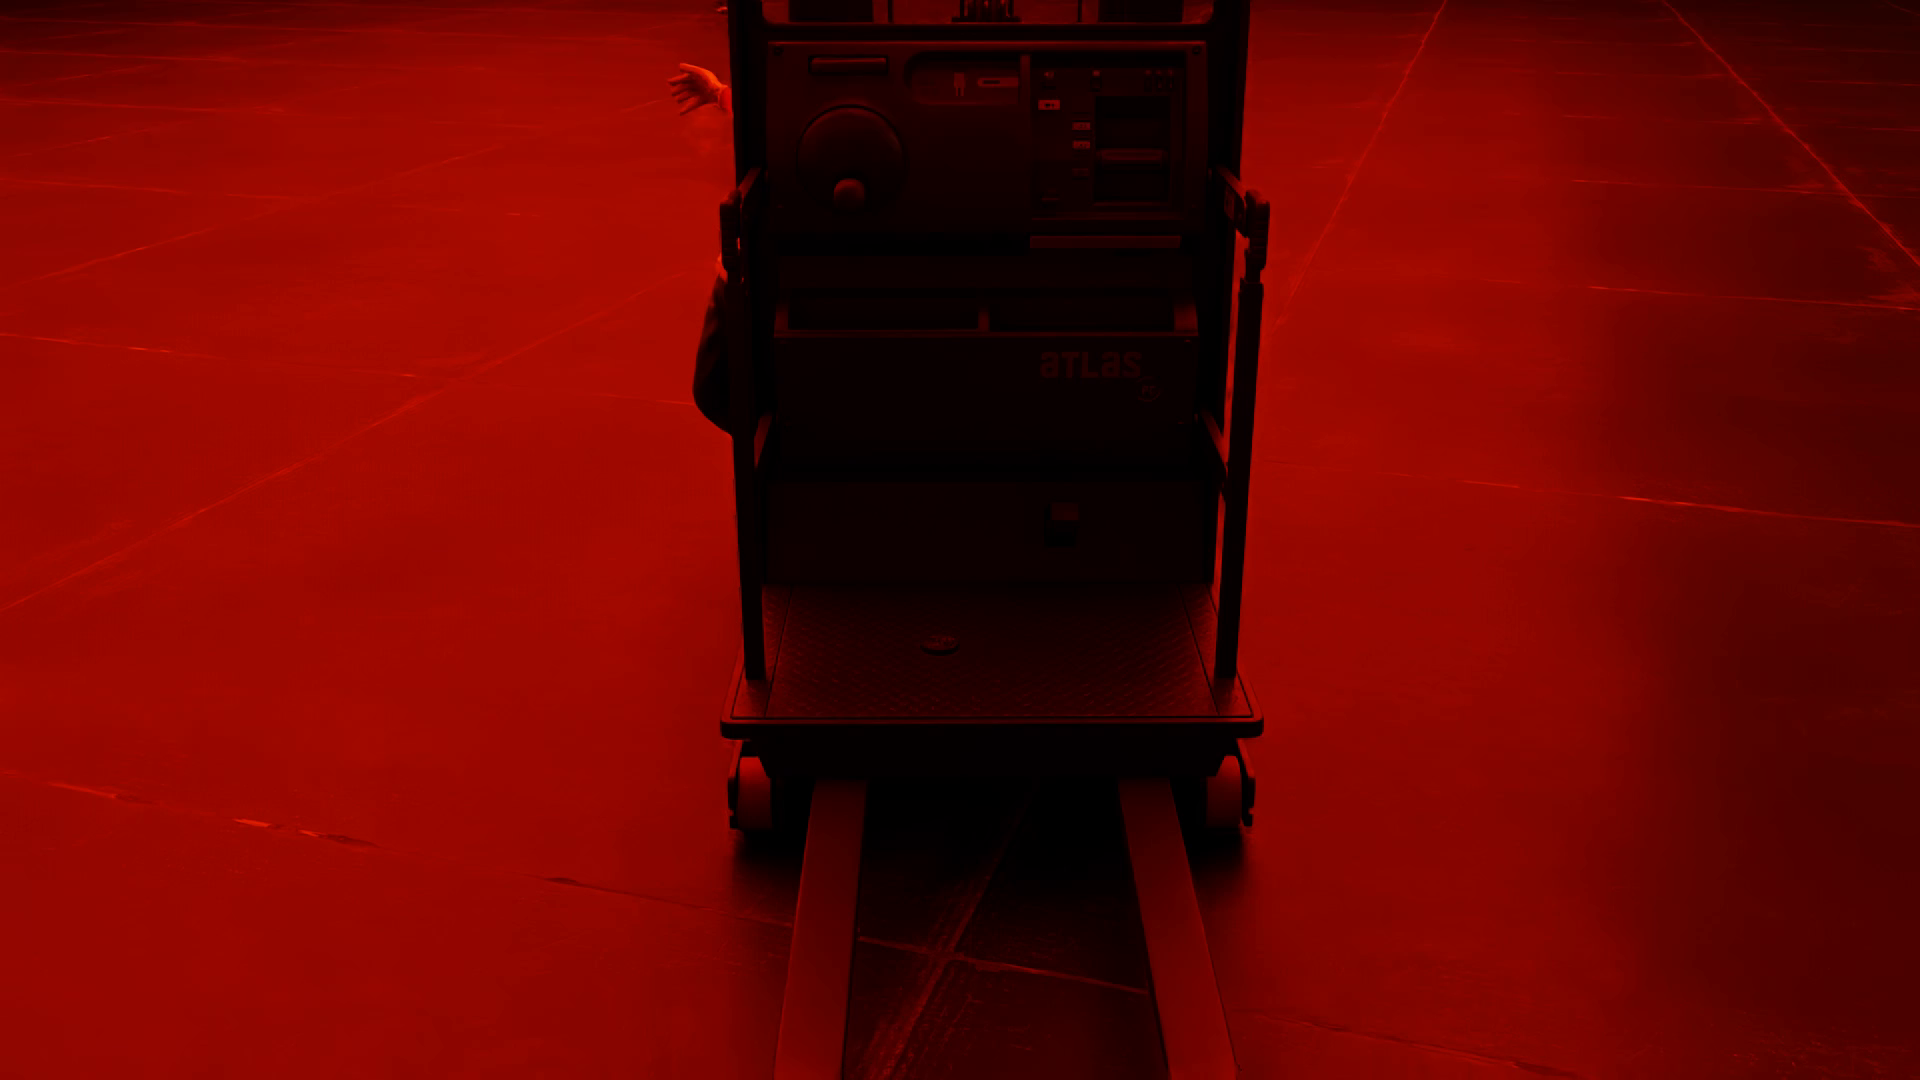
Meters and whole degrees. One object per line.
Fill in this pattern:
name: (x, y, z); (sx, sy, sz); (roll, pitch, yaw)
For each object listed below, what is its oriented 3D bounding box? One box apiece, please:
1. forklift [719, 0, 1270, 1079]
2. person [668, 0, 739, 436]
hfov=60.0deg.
forklift: (0.061, -0.843, 3.321); (1.130, 2.935, 3.031); (0, 22, 0)
person: (-0.482, -0.824, 4.939); (0.702, 1.621, 1.080); (-12, 25, -26)
